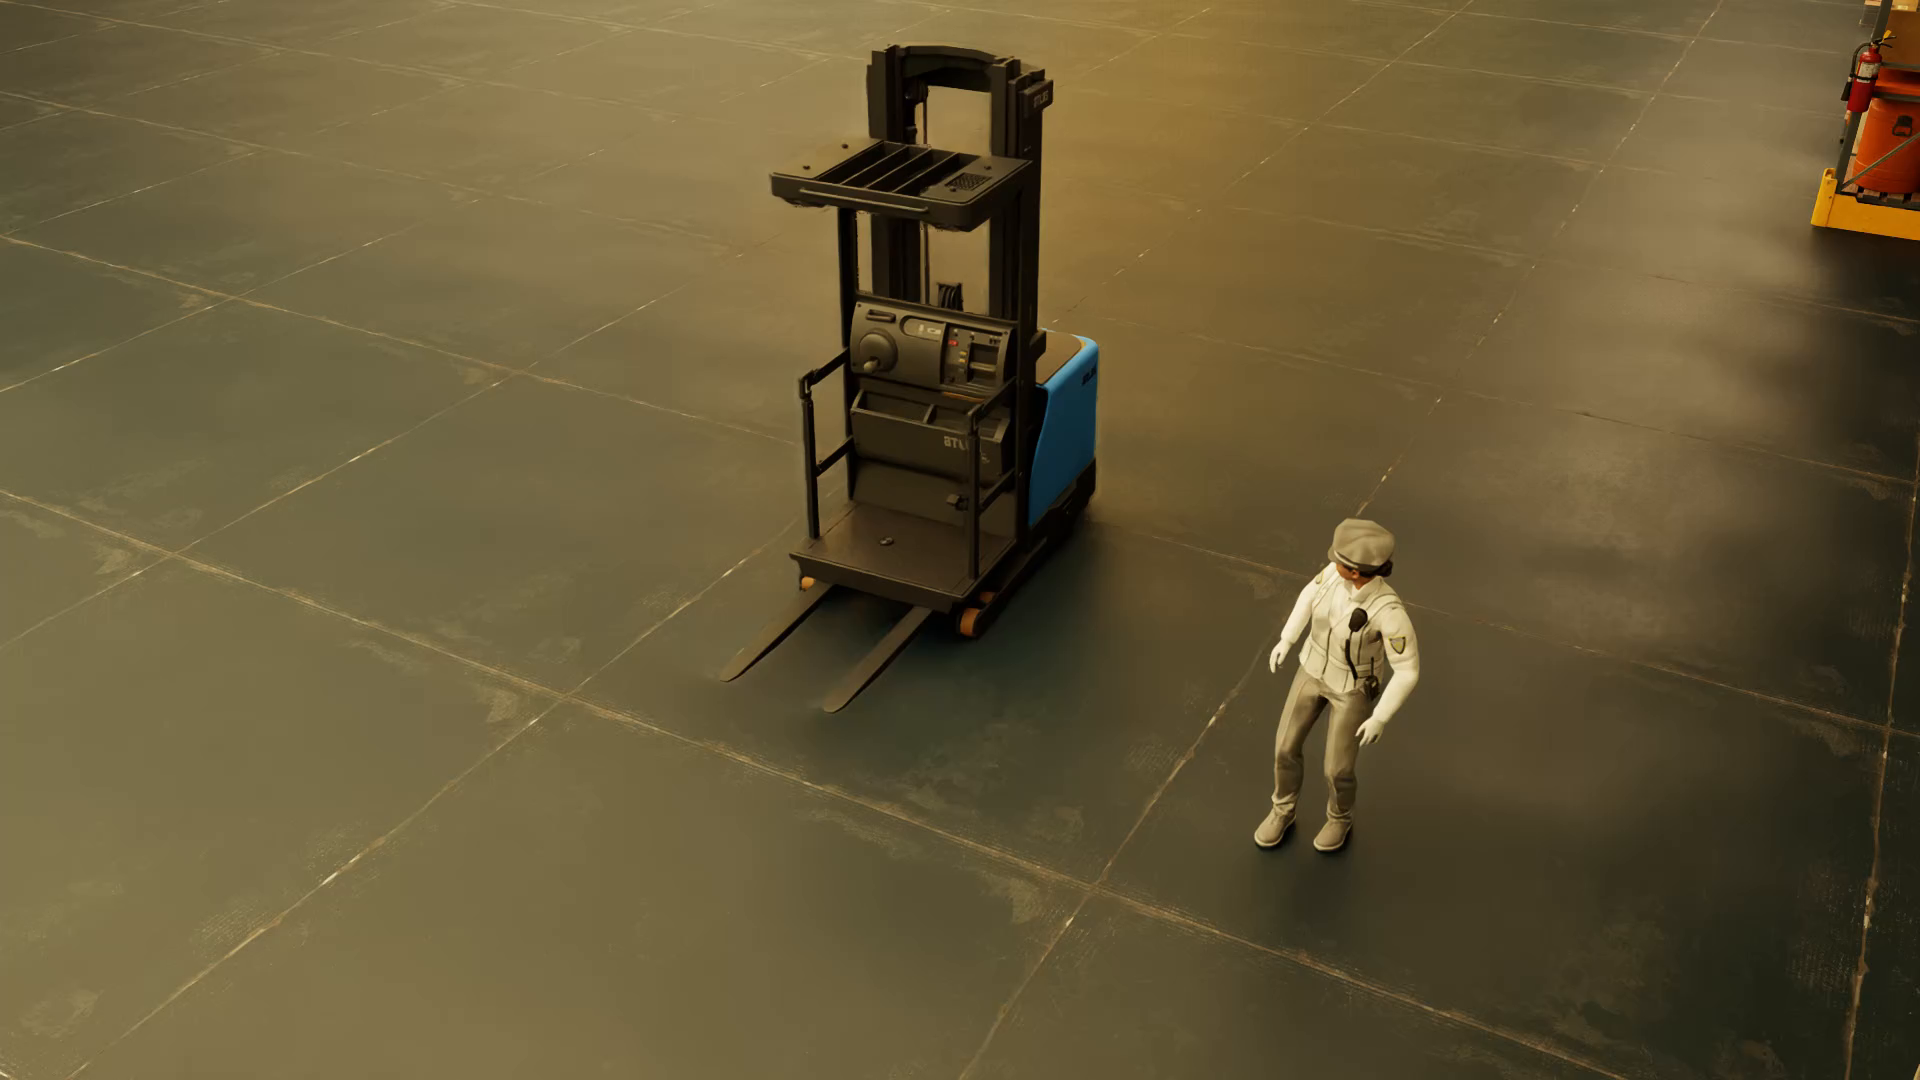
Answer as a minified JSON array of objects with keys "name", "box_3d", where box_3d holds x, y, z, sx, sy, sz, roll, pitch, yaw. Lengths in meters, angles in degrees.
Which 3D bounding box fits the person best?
[{"name":"person","box_3d":[1.631,0.665,7.209,0.468,1.651,0.684,-25,38,-36]}]

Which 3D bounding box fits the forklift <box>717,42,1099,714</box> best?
[{"name":"forklift","box_3d":[-0.256,-0.986,8.779,1.130,2.935,3.031,14,33,22]}]
